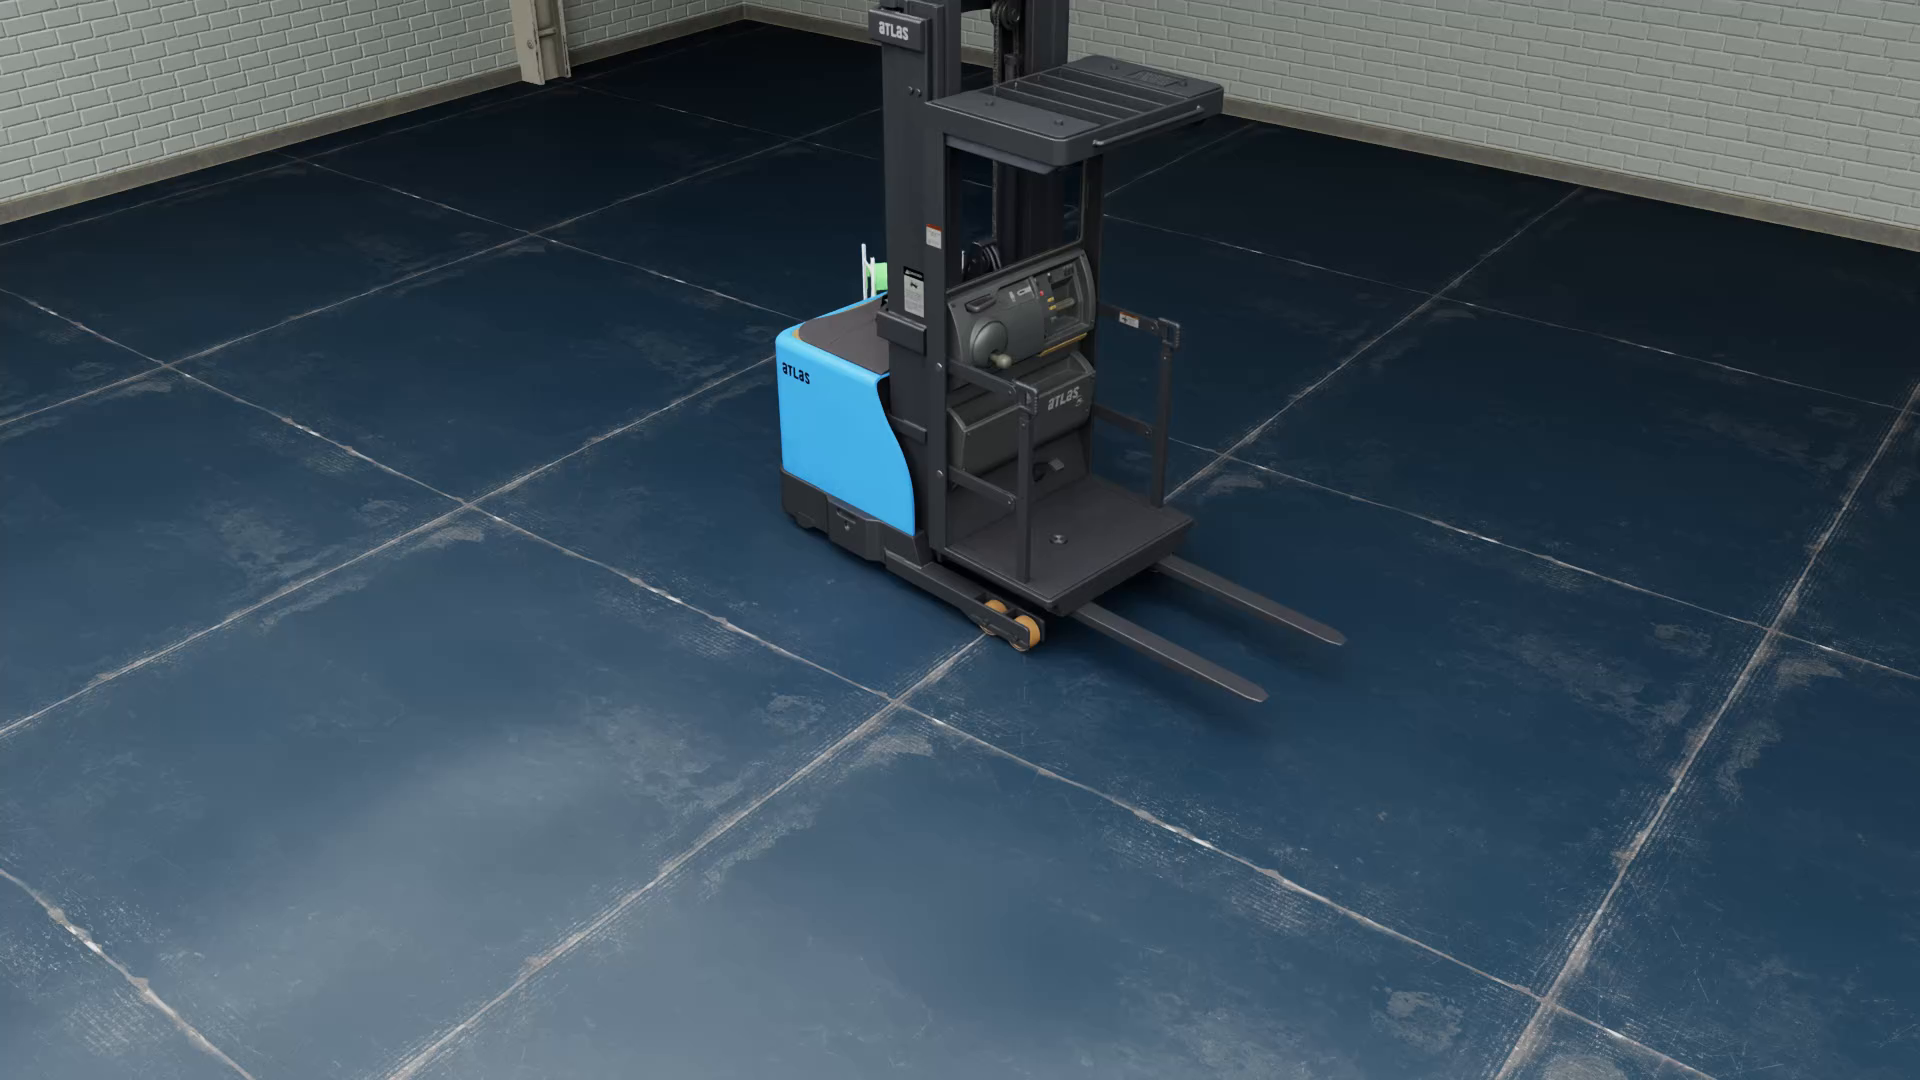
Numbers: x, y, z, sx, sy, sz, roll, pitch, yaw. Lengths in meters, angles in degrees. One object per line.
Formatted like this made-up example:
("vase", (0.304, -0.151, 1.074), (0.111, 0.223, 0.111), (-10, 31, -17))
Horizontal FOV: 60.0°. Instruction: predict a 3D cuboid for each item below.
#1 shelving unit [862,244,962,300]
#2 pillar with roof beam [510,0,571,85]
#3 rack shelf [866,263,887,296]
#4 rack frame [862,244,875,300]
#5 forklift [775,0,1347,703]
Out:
("shelving unit", (-0.262, -1.081, 9.391), (0.503, 1.200, 0.258), (-8, 30, -13))
("pillar with roof beam", (-0.668, -7.121, 11.940), (9.100, 9.000, 0.400), (21, 37, 31))
("rack shelf", (-0.264, -1.443, 9.187), (0.480, 0.148, 0.258), (-8, 30, -13))
("rack frame", (-0.497, -1.048, 9.335), (0.015, 1.200, 0.240), (-8, 30, -13))
("forklift", (0.449, -1.035, 7.622), (3.031, 2.935, 1.130), (27, 40, 37))
